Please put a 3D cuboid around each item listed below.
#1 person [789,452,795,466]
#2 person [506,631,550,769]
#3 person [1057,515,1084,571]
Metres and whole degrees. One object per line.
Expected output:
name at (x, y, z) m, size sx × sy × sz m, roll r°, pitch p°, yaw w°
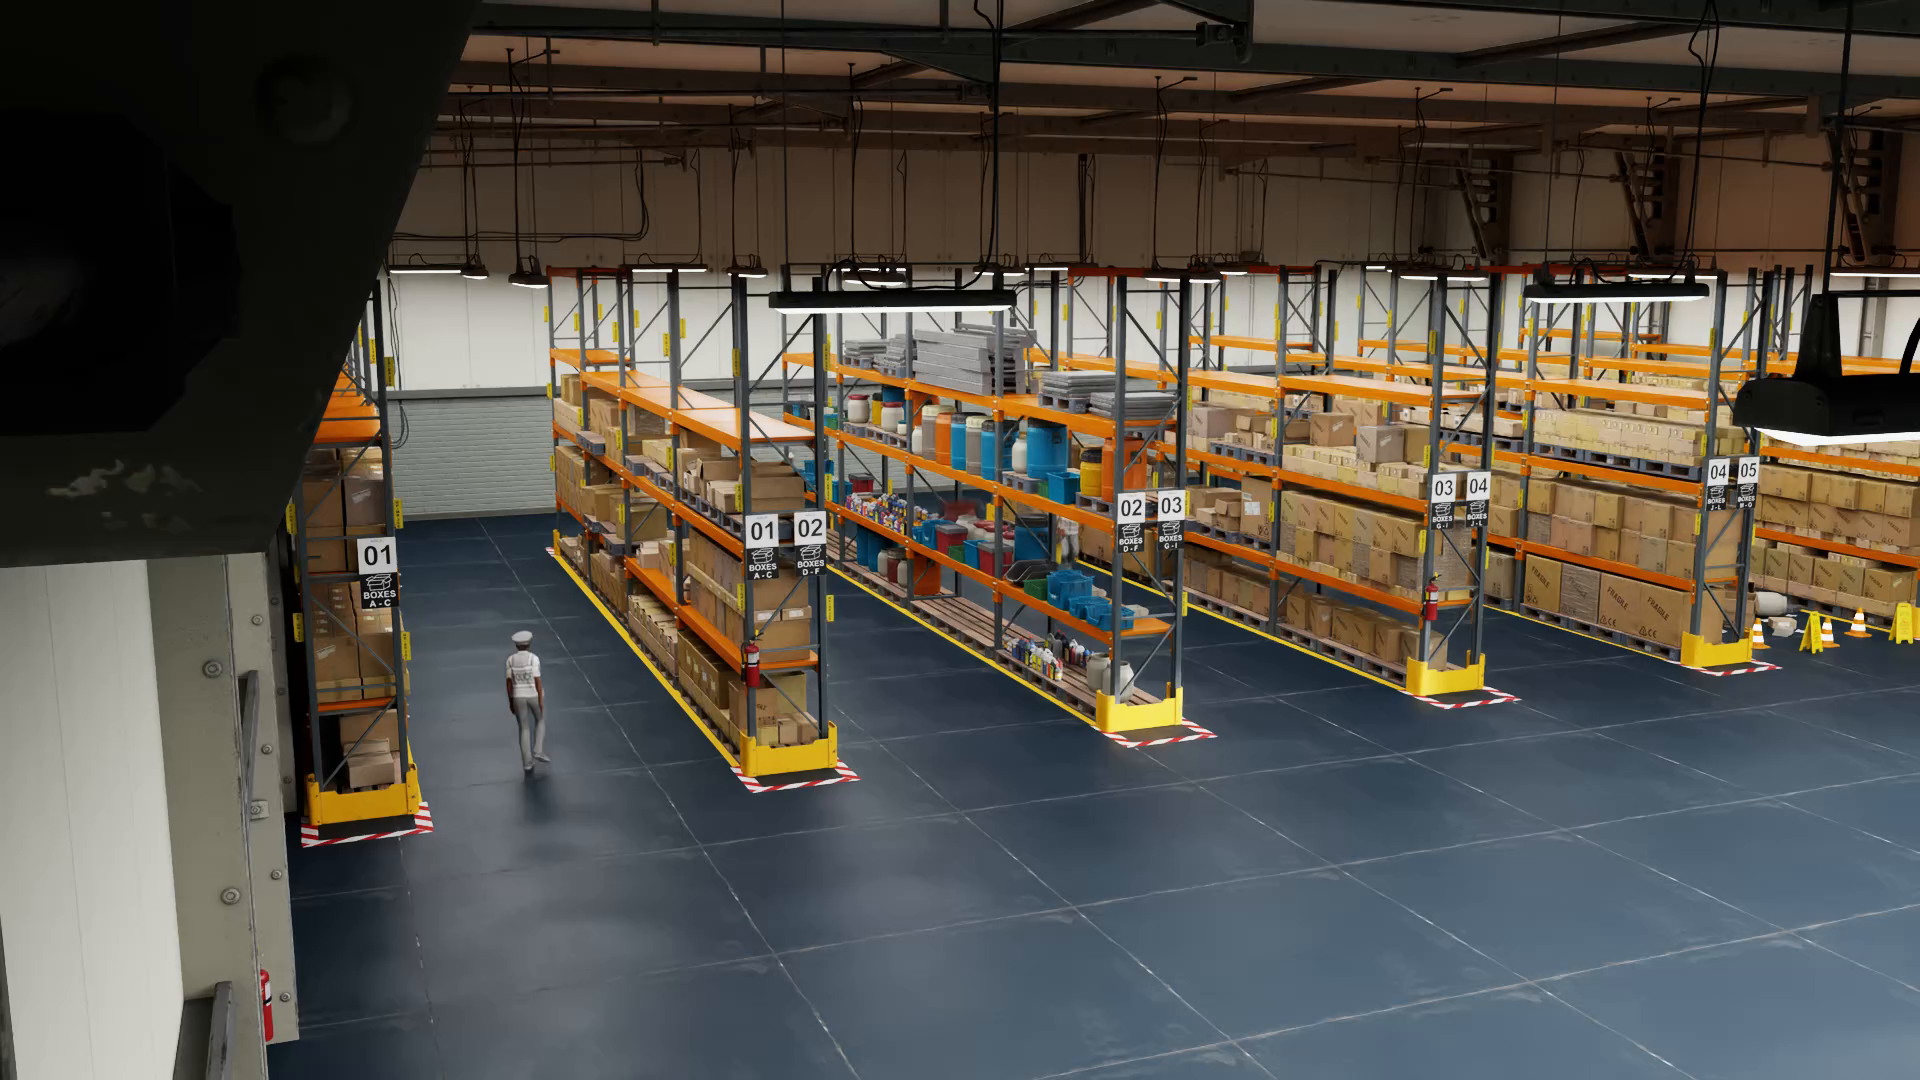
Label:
person at (-3.980, -1.167, 38.259) m, size 0.992 × 1.755 × 0.521 m, roll 1°, pitch 10°, yaw 4°
person at (-5.339, 1.980, 20.489) m, size 0.477 × 1.678 × 0.515 m, roll -2°, pitch 10°, yaw -10°
person at (2.080, -0.141, 31.911) m, size 0.717 × 1.655 × 0.718 m, roll -2°, pitch 10°, yaw -12°
